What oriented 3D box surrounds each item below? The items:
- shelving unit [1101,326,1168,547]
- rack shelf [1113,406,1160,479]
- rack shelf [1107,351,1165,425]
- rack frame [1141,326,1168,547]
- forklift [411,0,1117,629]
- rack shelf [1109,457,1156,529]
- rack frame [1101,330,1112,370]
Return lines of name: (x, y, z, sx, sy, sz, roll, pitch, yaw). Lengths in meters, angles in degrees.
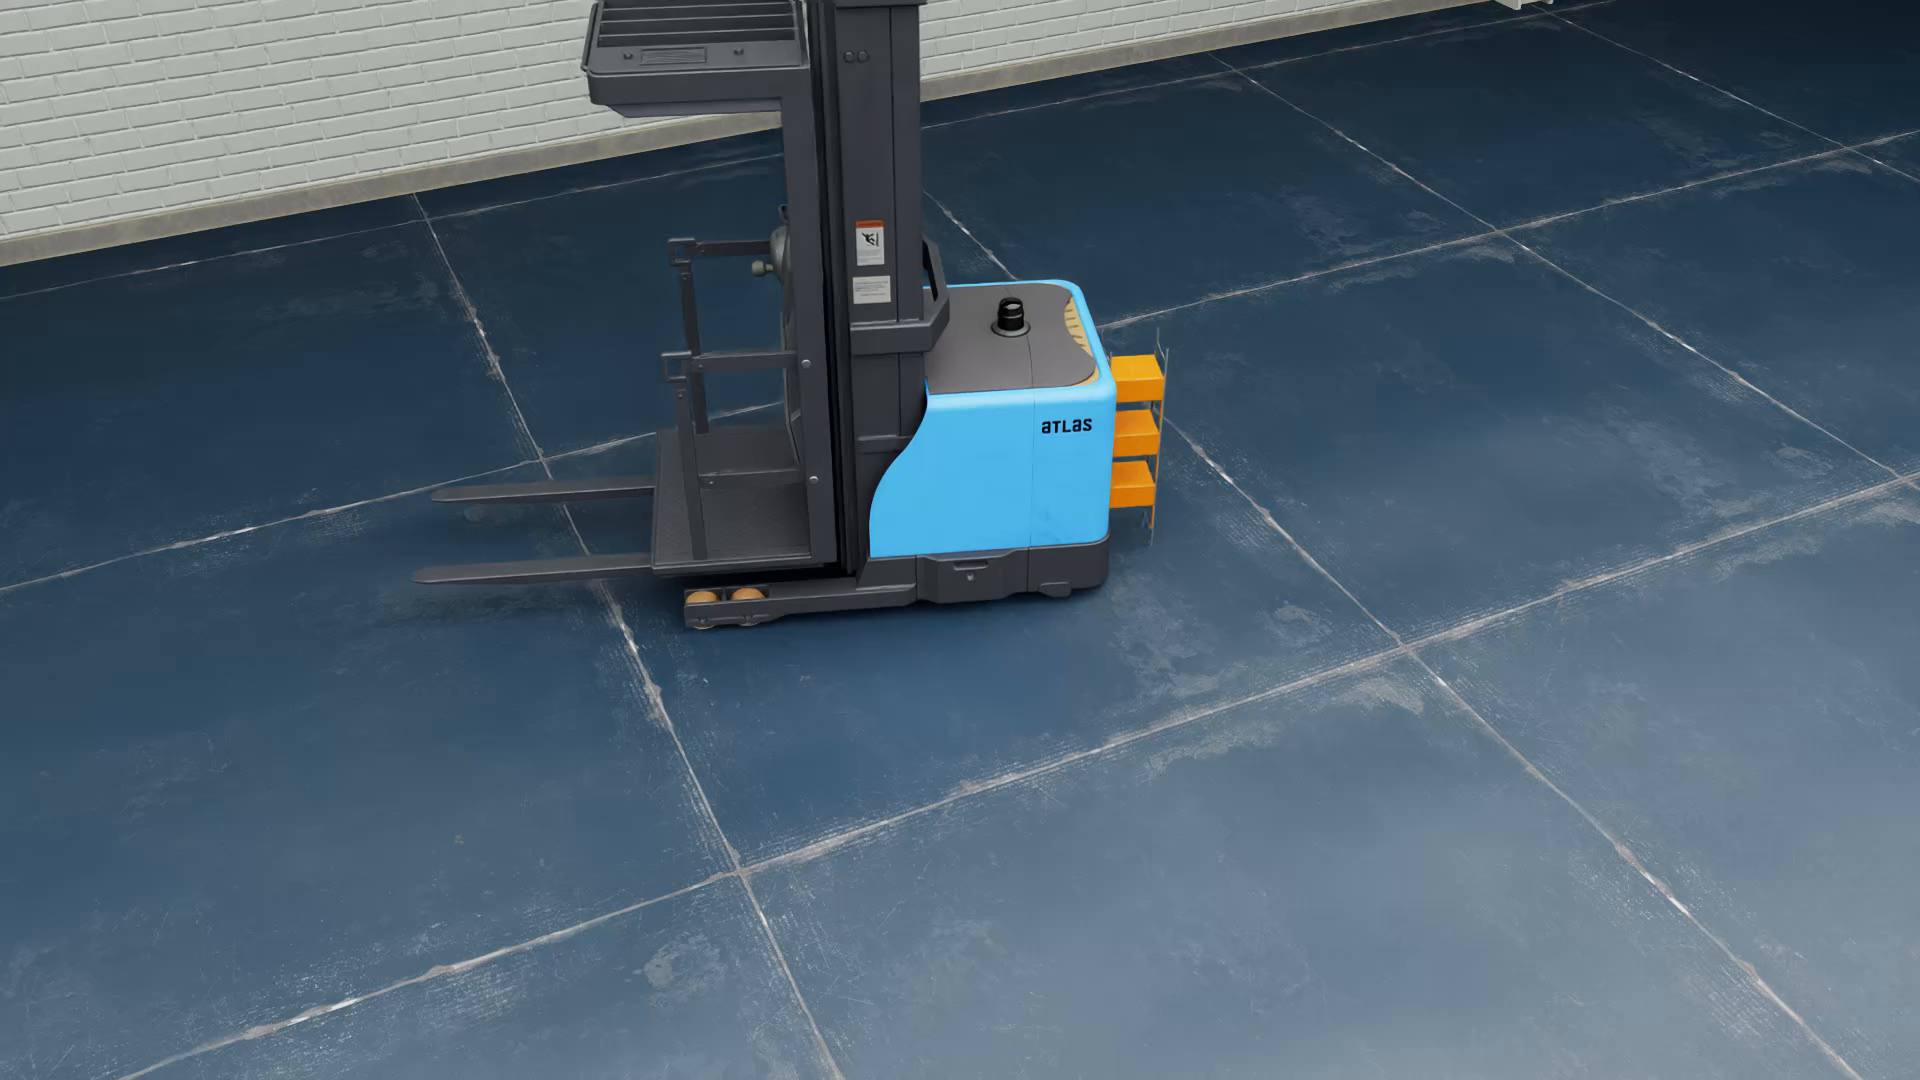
shelving unit: (0.752, -0.441, 7.463, 0.252, 1.050, 0.215, -4, 37, -5)
rack shelf: (0.752, -0.433, 7.470, 0.240, 0.259, 0.215, -4, 37, -5)
rack shelf: (0.752, -0.660, 7.301, 0.240, 0.259, 0.215, -4, 37, -5)
rack frame: (0.873, -0.449, 7.475, 0.008, 1.050, 0.200, -4, 37, -5)
forklift: (-0.893, -1.123, 6.804, 3.031, 2.935, 1.130, -4, 37, -5)
rack shelf: (0.752, -0.209, 7.635, 0.240, 0.259, 0.215, -4, 37, -5)
rack frame: (0.631, -0.433, 7.452, 0.008, 1.050, 0.200, -4, 37, -5)
